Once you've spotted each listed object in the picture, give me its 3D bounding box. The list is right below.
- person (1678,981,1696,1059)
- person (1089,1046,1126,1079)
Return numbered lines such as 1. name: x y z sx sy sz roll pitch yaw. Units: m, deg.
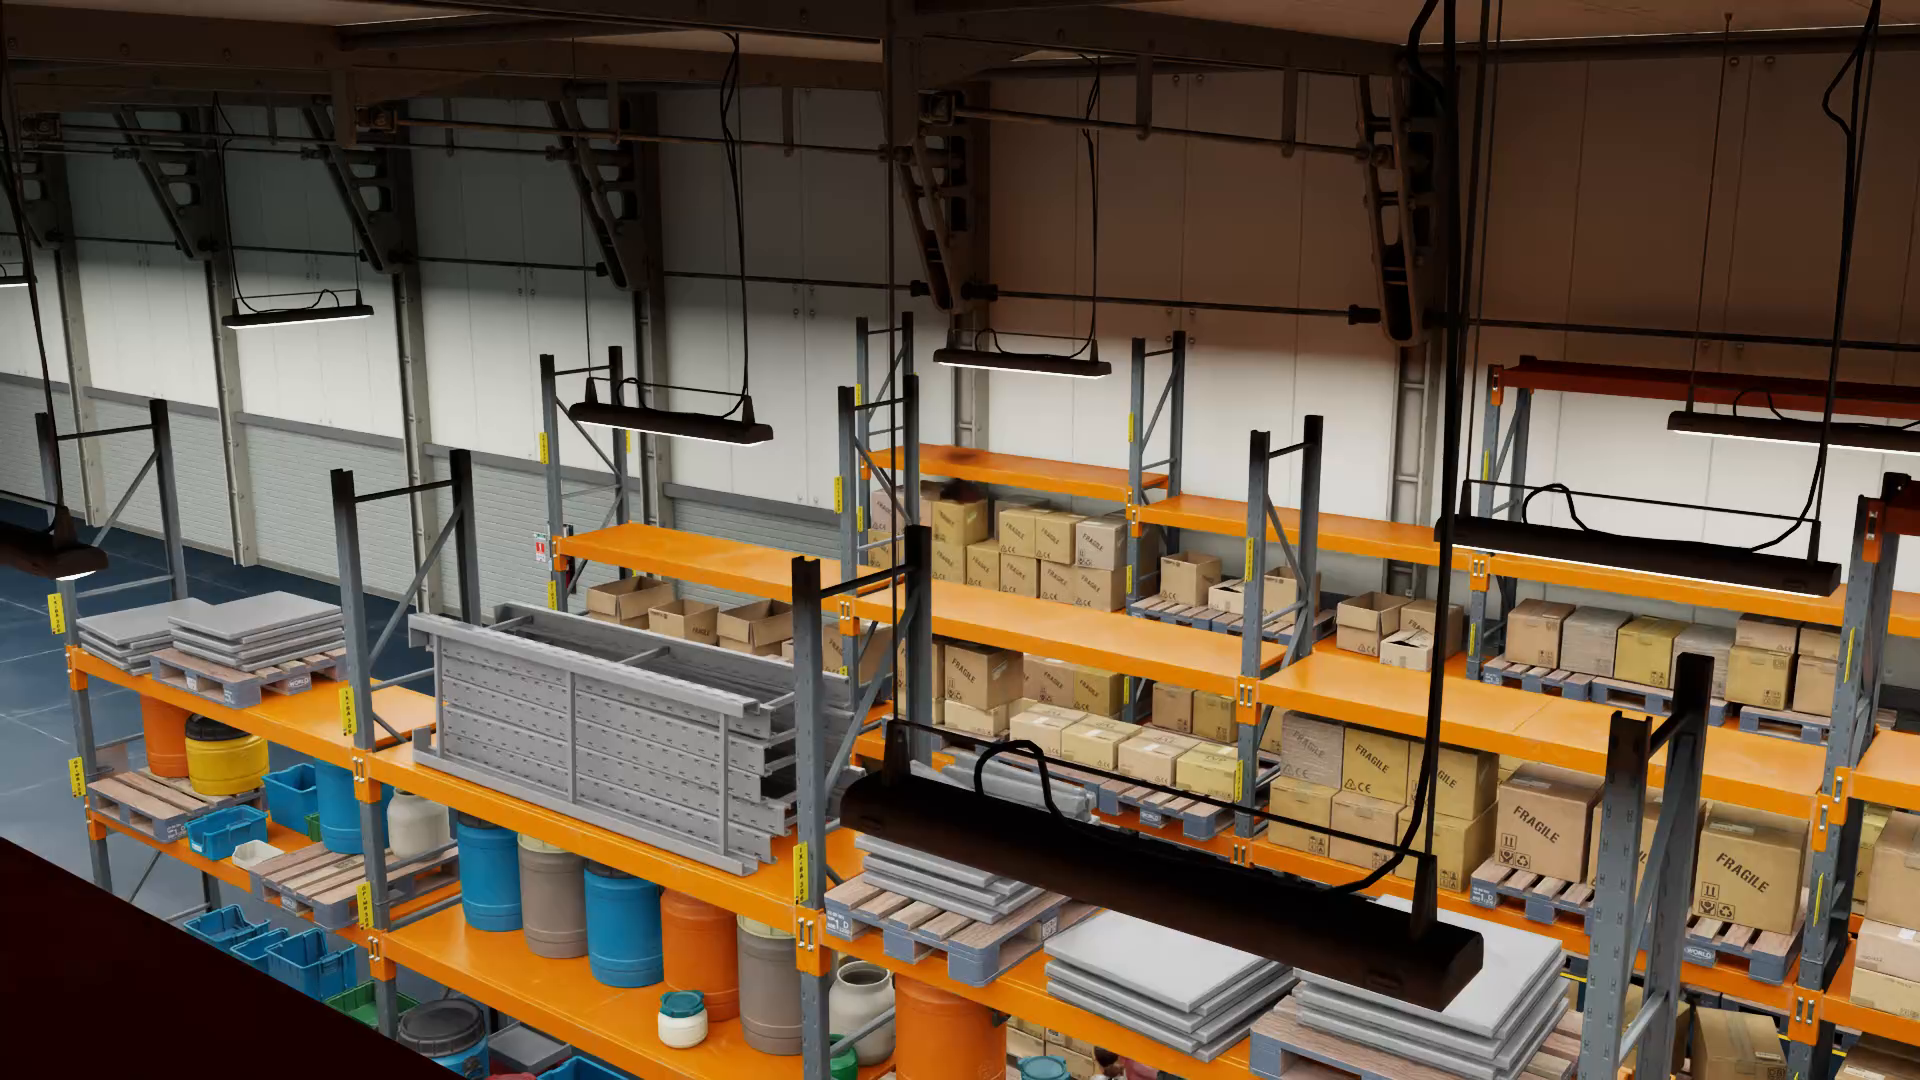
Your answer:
1. person: 5.644 4.206 13.444 1.012 1.684 0.602 11 17 40
2. person: 1.051 4.445 12.481 1.015 1.621 0.590 7 15 27
